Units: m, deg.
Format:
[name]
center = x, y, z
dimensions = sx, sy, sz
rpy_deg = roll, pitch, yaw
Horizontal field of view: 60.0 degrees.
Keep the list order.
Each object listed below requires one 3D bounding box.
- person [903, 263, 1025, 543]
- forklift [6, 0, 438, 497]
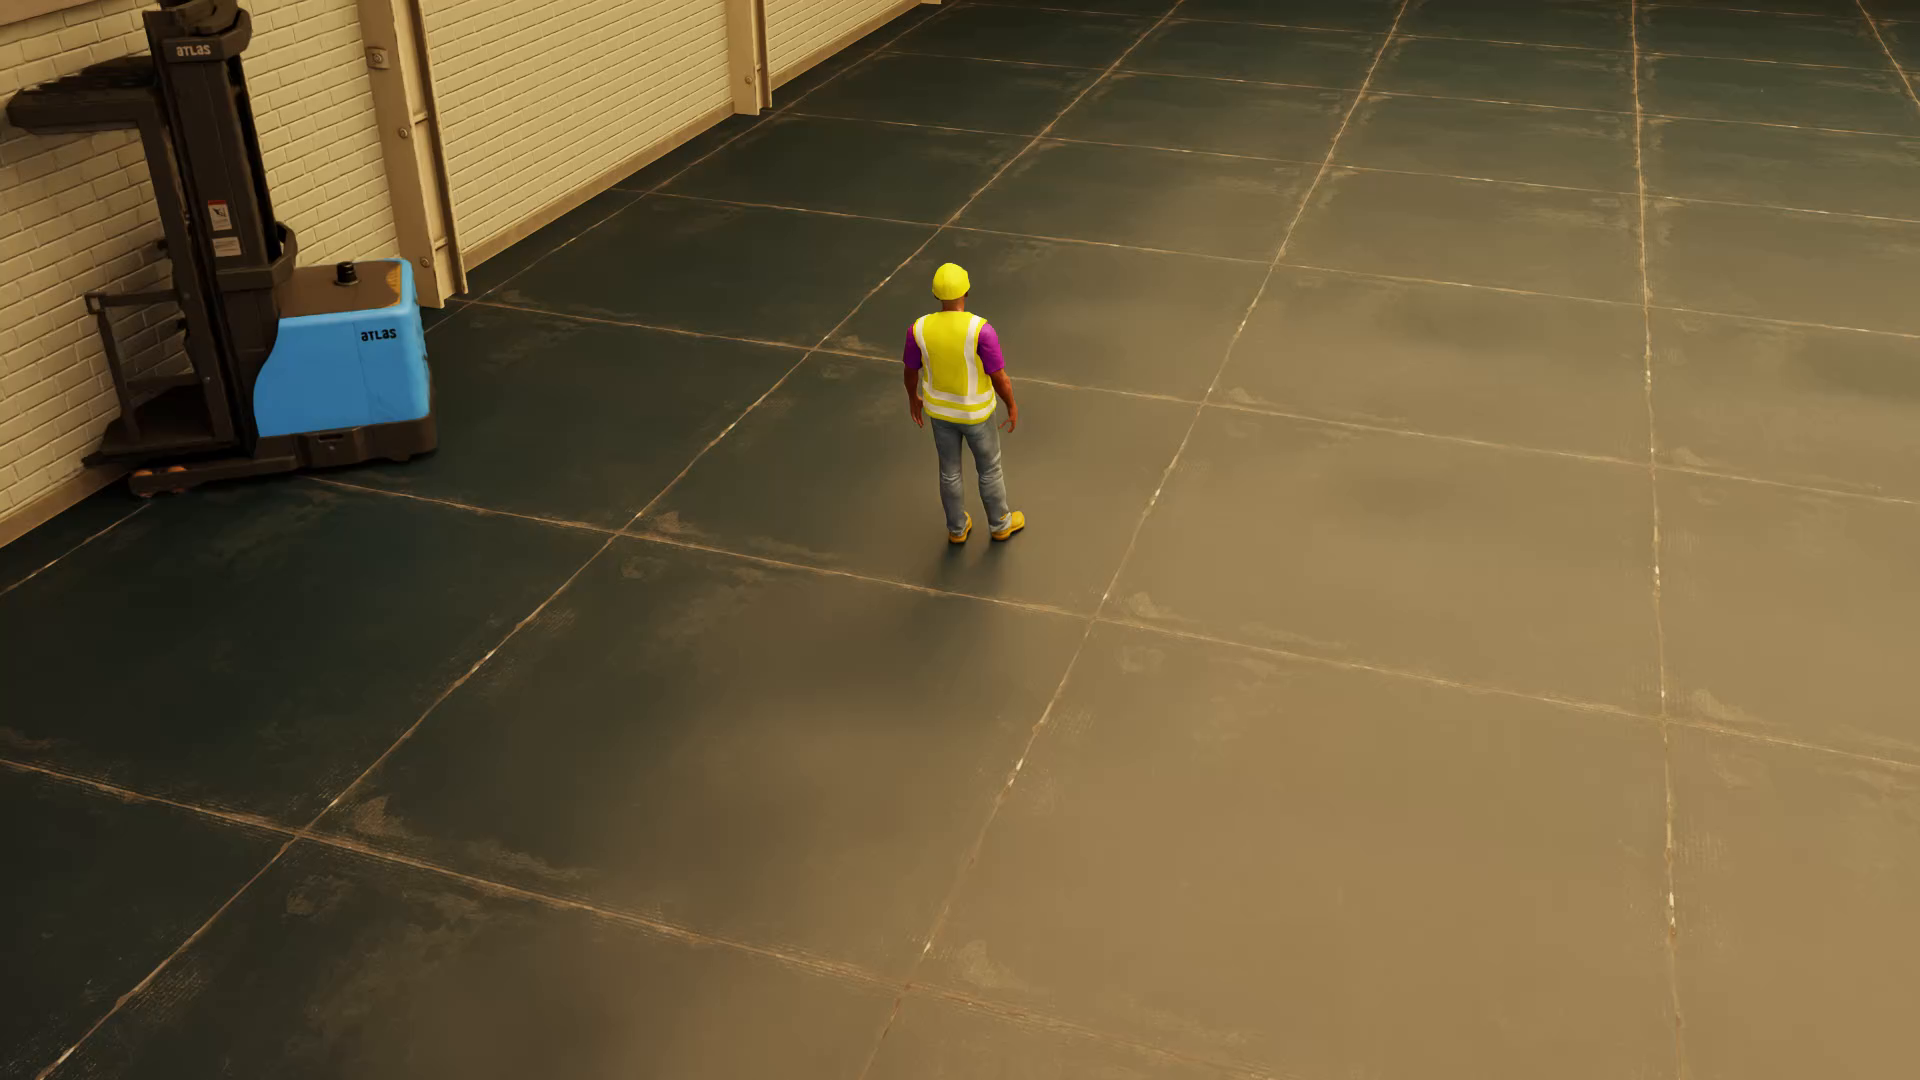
[person]
center = 0.029, -0.805, 9.710
dimensions = 0.665, 1.765, 0.577
rpy_deg = 10, 31, 16
[forklift]
center = -5.049, -1.838, 10.361
dimensions = 3.031, 2.935, 1.130
rpy_deg = -8, 31, -14
